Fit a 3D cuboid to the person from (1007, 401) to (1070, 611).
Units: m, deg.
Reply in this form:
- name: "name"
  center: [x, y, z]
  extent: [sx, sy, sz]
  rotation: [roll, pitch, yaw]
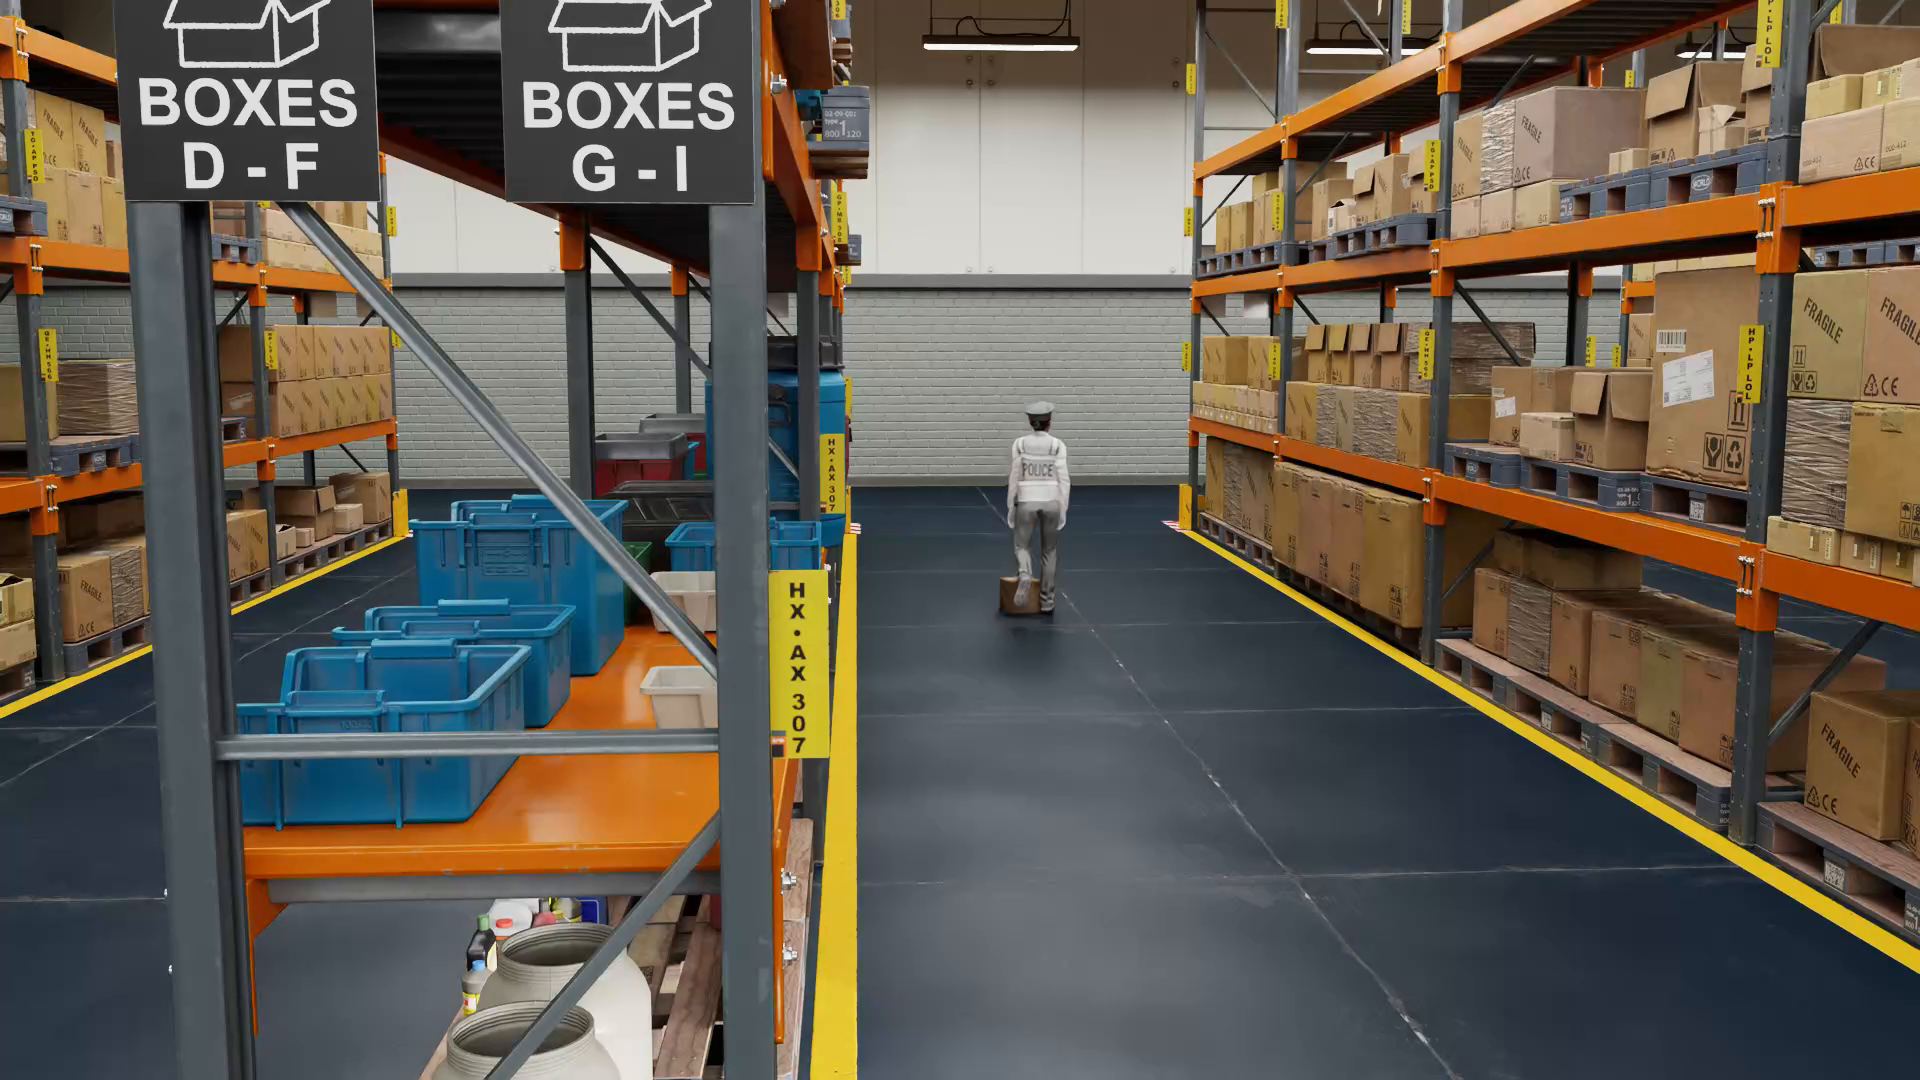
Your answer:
- name: "person"
  center: [0.613, -0.249, 13.067]
  extent: [0.500, 1.666, 0.599]
  rotation: [1, 7, 5]
